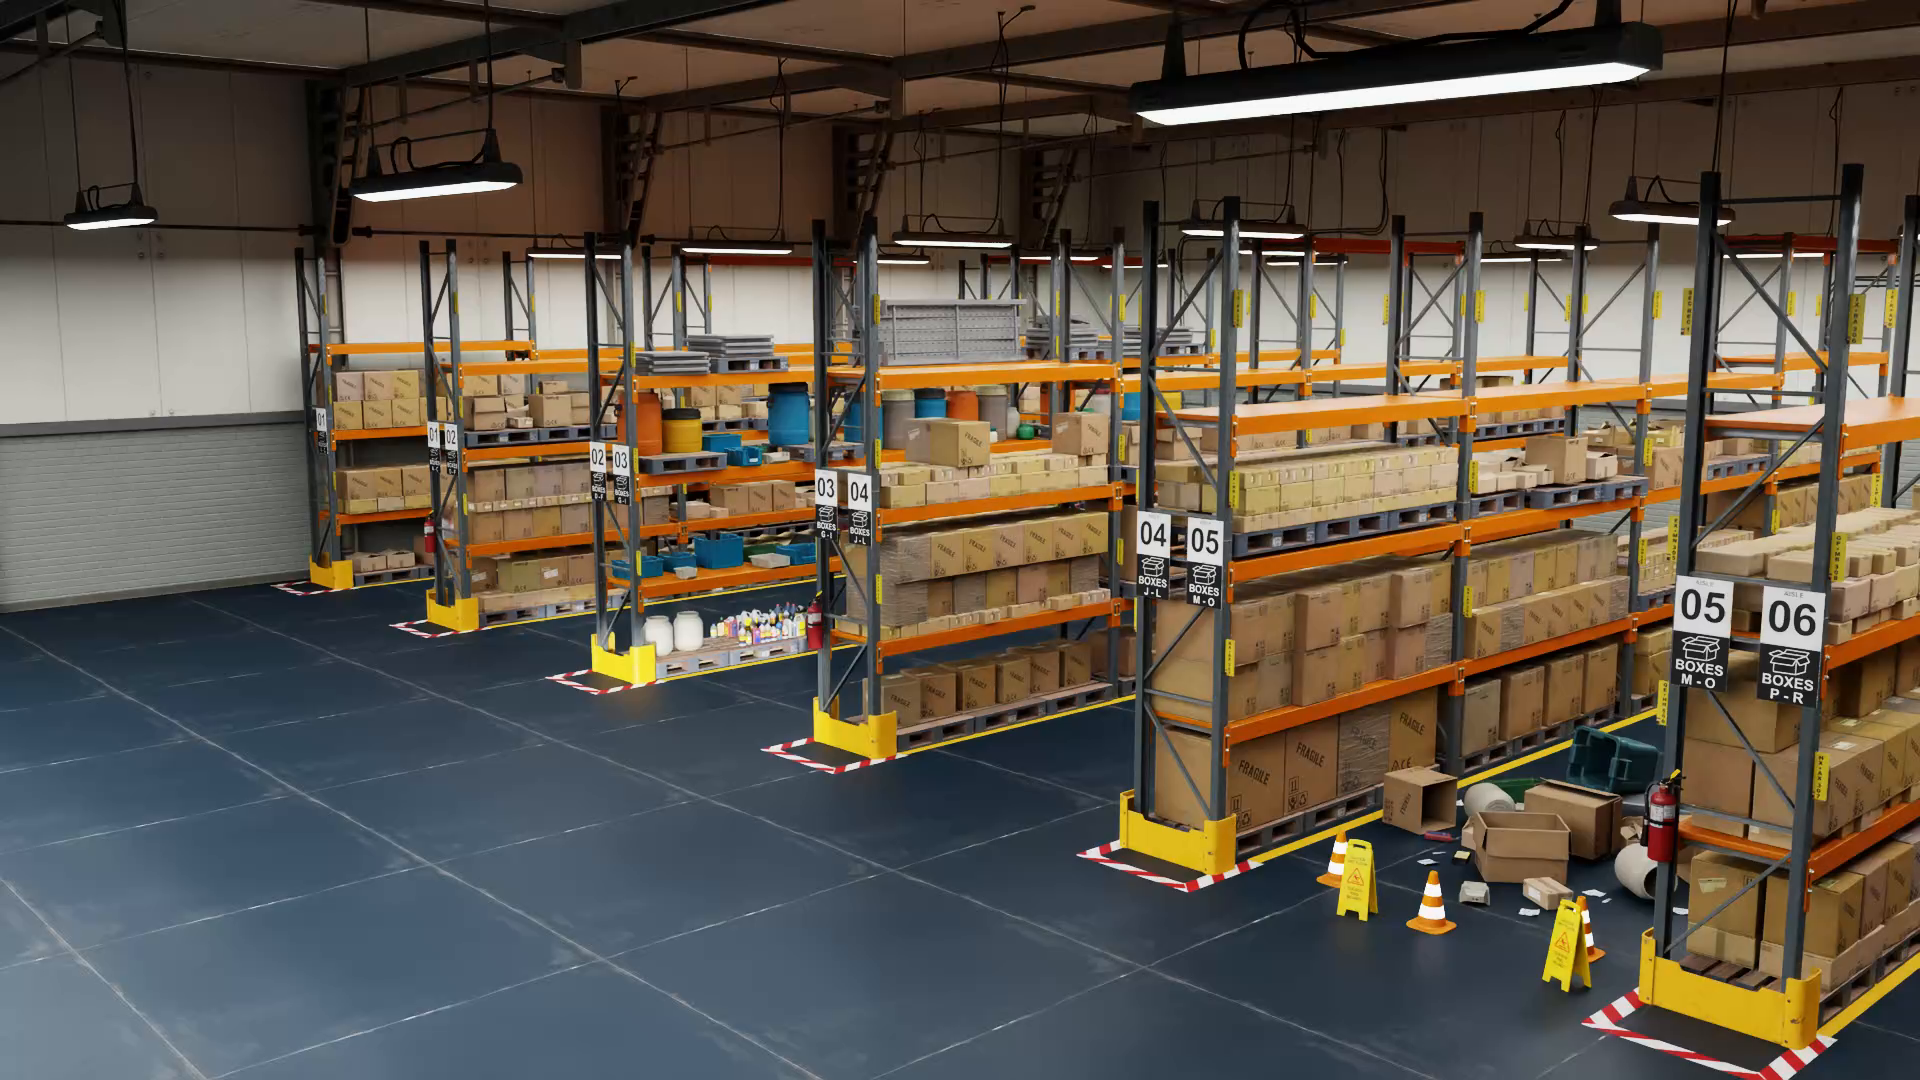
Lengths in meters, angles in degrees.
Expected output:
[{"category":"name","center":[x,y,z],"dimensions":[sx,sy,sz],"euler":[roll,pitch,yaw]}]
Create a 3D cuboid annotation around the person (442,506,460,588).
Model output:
[{"category":"person","center":[-8.717,0.193,28.698],"dimensions":[0.604,1.588,0.597],"euler":[-7,11,-38]}]
